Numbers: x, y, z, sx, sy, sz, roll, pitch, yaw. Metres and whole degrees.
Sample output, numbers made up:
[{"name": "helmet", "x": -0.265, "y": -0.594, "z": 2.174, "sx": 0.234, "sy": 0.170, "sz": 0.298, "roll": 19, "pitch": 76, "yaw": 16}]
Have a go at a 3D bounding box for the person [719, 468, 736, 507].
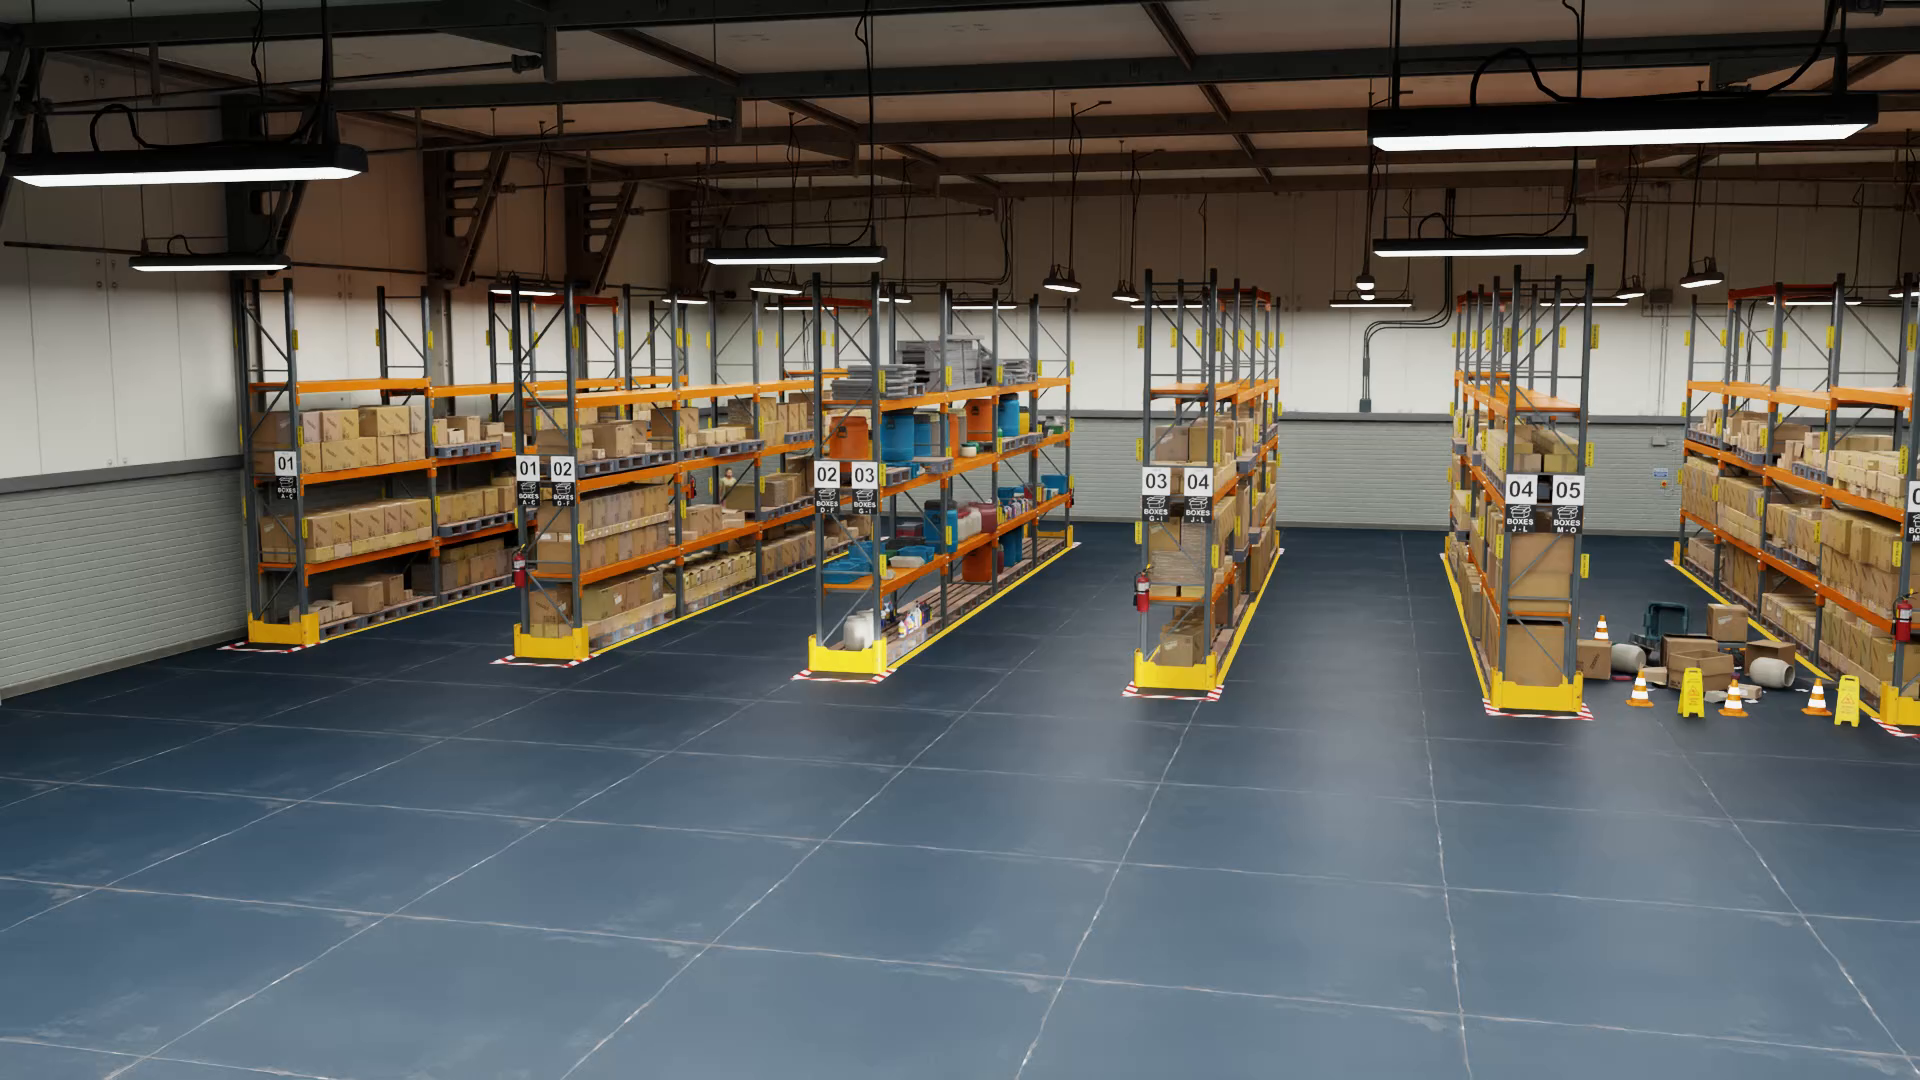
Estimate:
[{"name": "person", "x": -6.113, "y": -1.072, "z": 43.923, "sx": 0.485, "sy": 1.683, "sz": 0.860, "roll": -3, "pitch": 7, "yaw": -20}]
